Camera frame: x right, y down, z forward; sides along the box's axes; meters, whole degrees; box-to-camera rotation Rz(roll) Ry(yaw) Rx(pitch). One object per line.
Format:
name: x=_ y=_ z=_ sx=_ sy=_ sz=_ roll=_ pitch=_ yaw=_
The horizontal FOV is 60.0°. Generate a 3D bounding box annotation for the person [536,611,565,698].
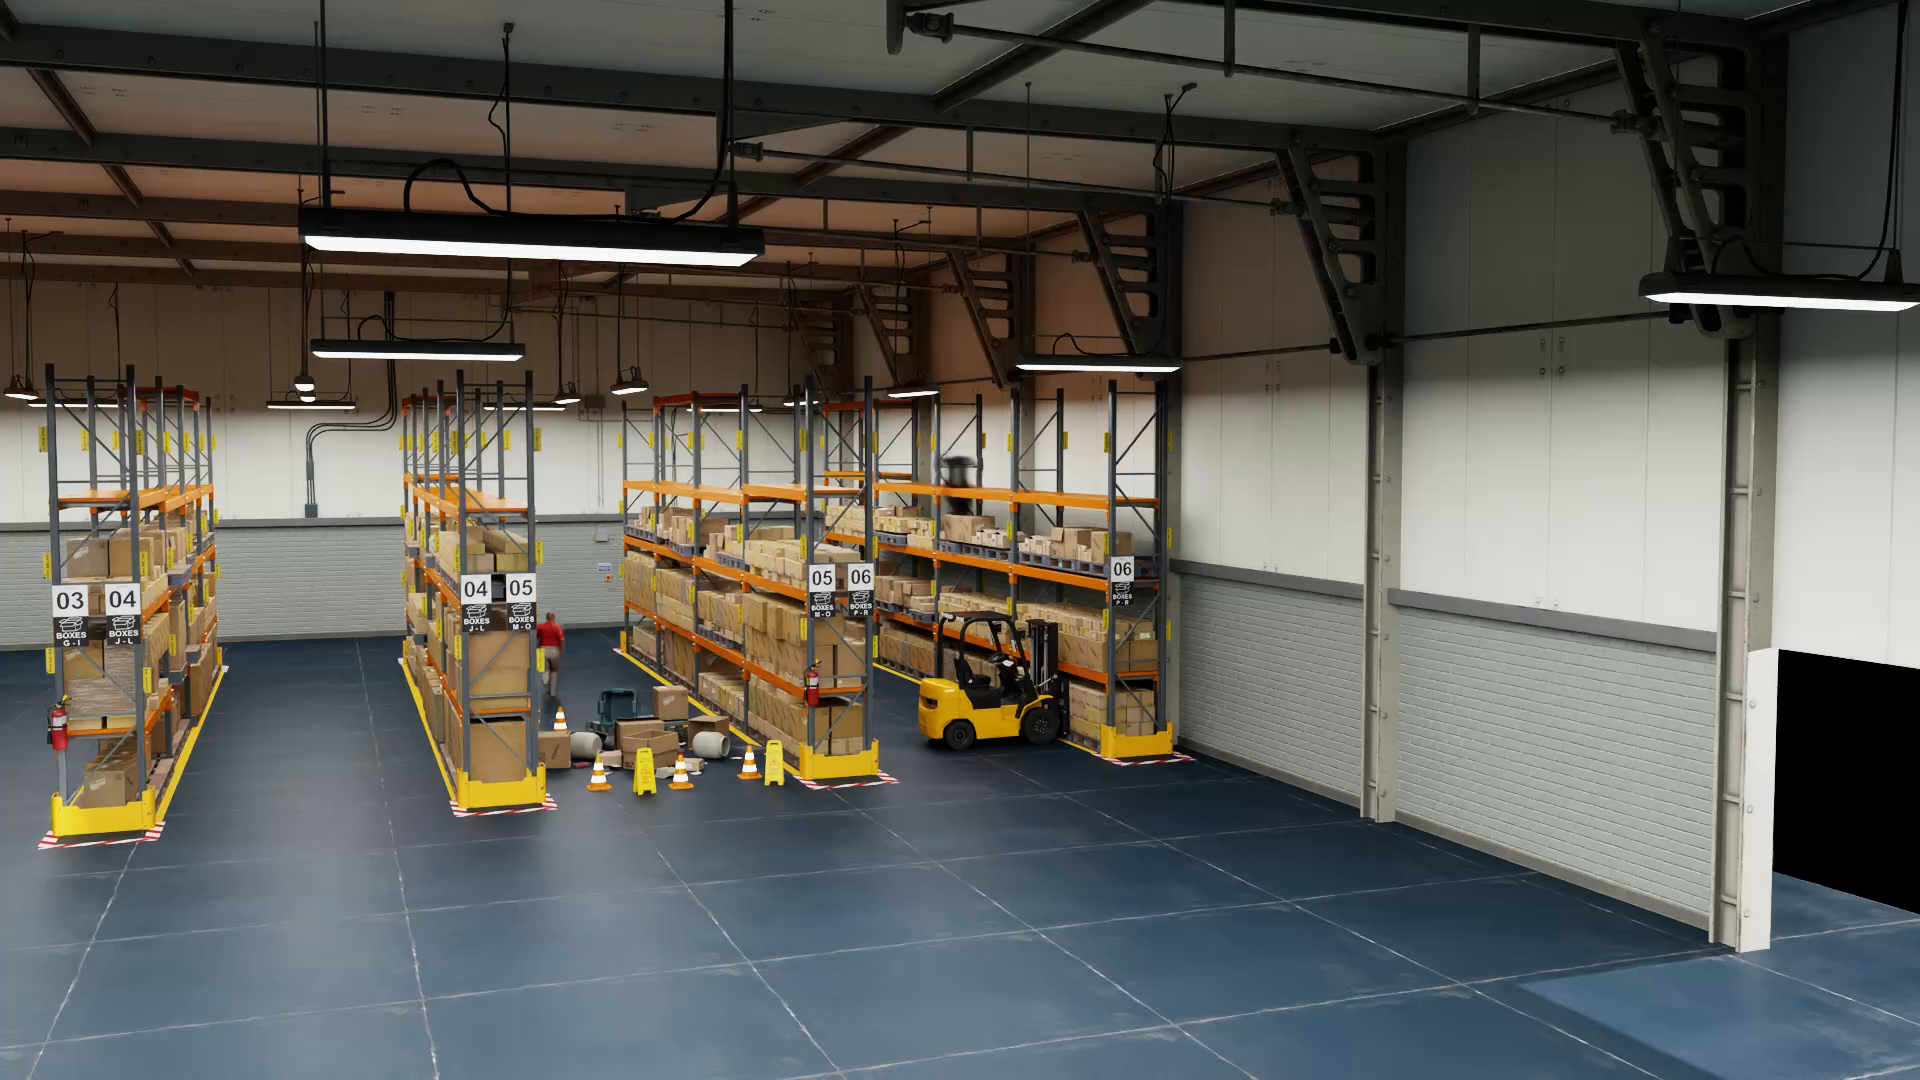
person: x=-8.038 y=2.272 z=32.426 sx=0.663 sy=1.735 sz=0.741 roll=0 pitch=3 yaw=-7
